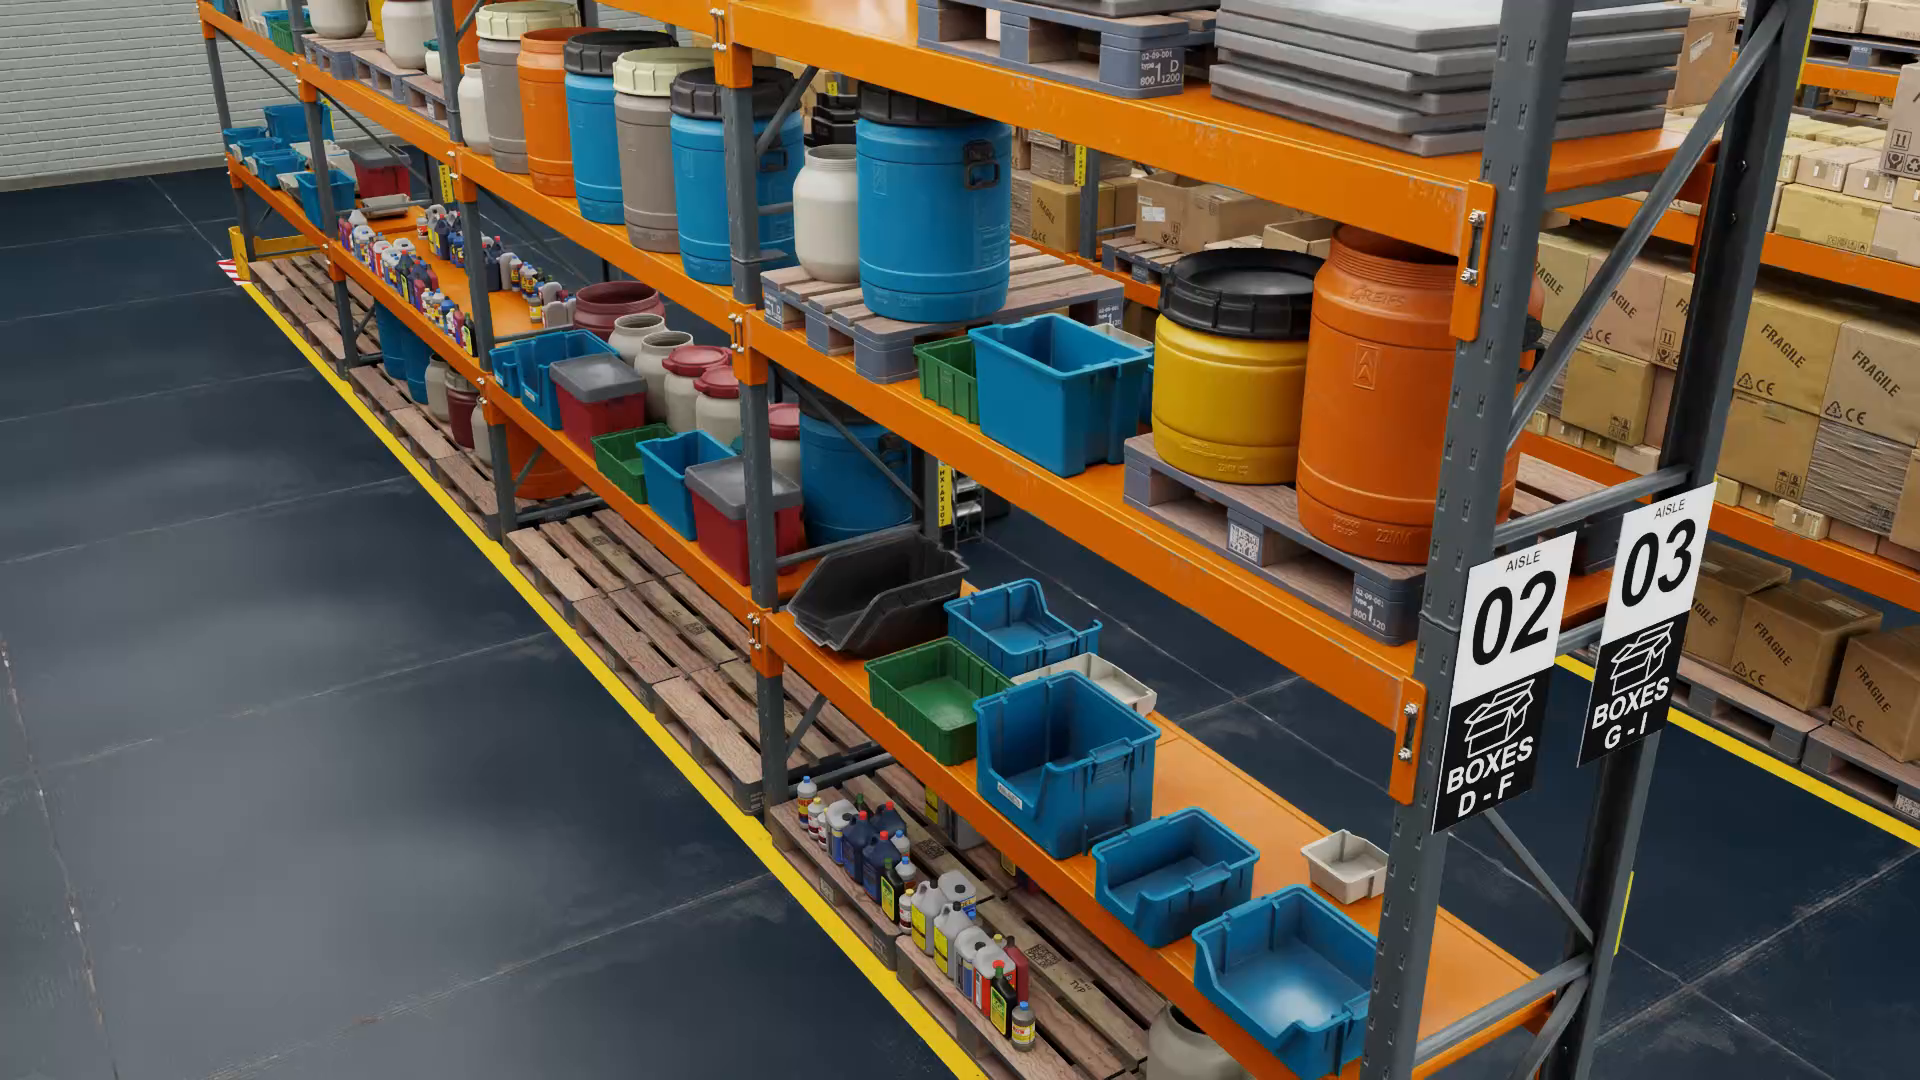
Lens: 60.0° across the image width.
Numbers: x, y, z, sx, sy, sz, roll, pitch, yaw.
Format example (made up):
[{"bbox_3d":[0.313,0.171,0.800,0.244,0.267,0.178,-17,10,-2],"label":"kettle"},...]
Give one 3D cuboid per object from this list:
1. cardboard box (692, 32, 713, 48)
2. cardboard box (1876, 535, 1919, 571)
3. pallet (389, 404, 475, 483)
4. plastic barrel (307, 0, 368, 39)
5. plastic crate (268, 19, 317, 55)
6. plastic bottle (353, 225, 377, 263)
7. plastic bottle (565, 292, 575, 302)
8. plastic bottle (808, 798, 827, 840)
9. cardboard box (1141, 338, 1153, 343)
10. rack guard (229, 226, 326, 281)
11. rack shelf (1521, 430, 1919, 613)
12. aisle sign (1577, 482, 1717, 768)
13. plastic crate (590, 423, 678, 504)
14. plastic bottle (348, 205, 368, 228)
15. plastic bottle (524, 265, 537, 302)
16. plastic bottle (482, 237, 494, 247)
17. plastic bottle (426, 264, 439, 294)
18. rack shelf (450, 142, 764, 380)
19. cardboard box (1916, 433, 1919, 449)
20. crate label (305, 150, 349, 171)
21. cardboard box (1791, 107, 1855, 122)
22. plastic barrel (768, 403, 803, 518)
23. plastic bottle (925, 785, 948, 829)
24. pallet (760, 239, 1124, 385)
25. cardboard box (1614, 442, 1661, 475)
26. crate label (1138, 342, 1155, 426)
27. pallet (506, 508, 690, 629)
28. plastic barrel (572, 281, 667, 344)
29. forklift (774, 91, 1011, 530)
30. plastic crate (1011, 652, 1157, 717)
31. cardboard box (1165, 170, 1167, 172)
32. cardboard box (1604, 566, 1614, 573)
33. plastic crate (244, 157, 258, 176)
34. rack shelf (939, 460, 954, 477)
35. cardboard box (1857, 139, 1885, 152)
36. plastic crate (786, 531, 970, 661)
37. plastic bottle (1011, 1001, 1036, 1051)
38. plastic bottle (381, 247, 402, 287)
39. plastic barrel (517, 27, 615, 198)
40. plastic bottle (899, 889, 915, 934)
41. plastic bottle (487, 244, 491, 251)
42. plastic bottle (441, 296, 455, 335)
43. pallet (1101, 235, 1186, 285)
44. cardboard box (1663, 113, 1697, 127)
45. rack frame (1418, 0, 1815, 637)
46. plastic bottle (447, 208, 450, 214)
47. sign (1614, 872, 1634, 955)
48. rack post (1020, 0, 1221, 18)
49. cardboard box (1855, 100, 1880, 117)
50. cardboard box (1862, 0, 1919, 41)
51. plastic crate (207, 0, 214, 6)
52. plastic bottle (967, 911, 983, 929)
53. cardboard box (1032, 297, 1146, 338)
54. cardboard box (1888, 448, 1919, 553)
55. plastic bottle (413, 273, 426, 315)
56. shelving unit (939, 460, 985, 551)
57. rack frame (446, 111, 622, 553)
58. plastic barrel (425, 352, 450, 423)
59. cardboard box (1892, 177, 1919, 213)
[{"bbox_3d":[-2.647,-5.409,18.605,0.500,0.500,0.500,-16,30,-31],"label":"cardboard box"},{"bbox_3d":[4.909,0.007,8.478,0.380,0.149,0.250,-16,29,-30],"label":"cardboard box"},{"bbox_3d":[-3.866,-0.848,13.261,1.003,0.211,1.213,-16,29,-30],"label":"pallet"},{"bbox_3d":[-4.845,-4.192,12.915,0.433,0.535,0.433,0,25,0],"label":"plastic barrel"},{"bbox_3d":[-5.406,-4.173,13.773,0.450,0.188,0.662,-16,29,-30],"label":"plastic crate"},{"bbox_3d":[-4.789,-2.390,13.407,0.152,0.276,0.135,-16,29,-30],"label":"plastic bottle"},{"bbox_3d":[-2.744,-1.620,11.782,0.097,0.271,0.097,0,25,0],"label":"plastic bottle"},{"bbox_3d":[-0.693,1.349,8.104,0.097,0.201,0.097,0,25,0],"label":"plastic bottle"},{"bbox_3d":[1.794,-1.388,13.553,0.700,0.500,0.500,-17,30,-32],"label":"cardboard box"},{"bbox_3d":[-7.130,-3.137,17.772,1.175,0.500,0.348,-16,29,-30],"label":"rack guard"},{"bbox_3d":[4.687,-0.083,9.218,1.077,0.370,4.000,-16,29,-30],"label":"rack shelf"},{"bbox_3d":[1.914,0.243,4.639,0.394,0.787,0.004,-16,29,-30],"label":"aisle sign"},{"bbox_3d":[-1.742,-0.431,9.360,0.450,0.188,0.662,-16,29,-30],"label":"plastic crate"},{"bbox_3d":[-4.979,-2.593,13.750,0.144,0.351,0.185,-16,29,-30],"label":"plastic bottle"},{"bbox_3d":[-3.195,-1.916,12.408,0.097,0.271,0.097,0,25,0],"label":"plastic bottle"},{"bbox_3d":[-3.761,-2.267,13.147,0.152,0.276,0.135,-16,29,-30],"label":"plastic bottle"},{"bbox_3d":[-3.921,-1.902,12.364,0.061,0.283,0.133,-16,29,-30],"label":"plastic bottle"},{"bbox_3d":[-1.647,-1.716,9.164,1.077,0.370,4.000,-16,29,-30],"label":"rack shelf"},{"bbox_3d":[4.994,-0.642,7.922,0.500,0.500,0.500,-16,29,-30],"label":"cardboard box"},{"bbox_3d":[-6.190,-3.719,16.316,0.396,0.136,0.243,-16,29,-30],"label":"crate label"},{"bbox_3d":[6.972,-3.282,13.862,0.700,0.500,0.500,-15,29,-29],"label":"cardboard box"},{"bbox_3d":[-0.893,-0.425,8.939,0.433,0.535,0.433,0,25,0],"label":"plastic barrel"},{"bbox_3d":[-0.082,1.226,8.190,0.144,0.351,0.185,-16,29,-30],"label":"plastic bottle"},{"bbox_3d":[-0.079,-1.006,7.036,1.213,0.211,1.003,-16,29,-30],"label":"pallet"},{"bbox_3d":[3.992,-0.502,9.556,0.380,0.149,0.250,-16,29,-30],"label":"cardboard box"},{"bbox_3d":[0.884,-0.575,6.077,0.502,0.251,0.408,-16,29,-30],"label":"crate label"},{"bbox_3d":[-2.348,0.147,11.155,1.003,0.211,1.213,-16,29,-30],"label":"pallet"},{"bbox_3d":[-2.231,-1.367,10.935,0.600,0.536,0.708,-16,29,-30],"label":"plastic barrel"},{"bbox_3d":[-0.822,-1.908,12.321,1.130,2.935,3.031,-14,29,-28],"label":"forklift"},{"bbox_3d":[0.544,0.671,7.086,0.530,0.136,0.437,-16,29,-30],"label":"plastic crate"},{"bbox_3d":[2.681,-4.365,19.944,0.380,0.149,0.250,-17,30,-31],"label":"cardboard box"},{"bbox_3d":[4.099,0.172,10.271,0.500,0.500,0.500,-6,26,-13],"label":"cardboard box"},{"bbox_3d":[-6.771,-3.628,16.123,0.250,0.136,0.298,-16,29,-30],"label":"plastic crate"},{"bbox_3d":[0.011,-0.526,11.430,0.258,0.077,0.200,-14,29,-28],"label":"rack shelf"},{"bbox_3d":[4.812,-1.957,8.539,0.380,0.149,0.250,-17,30,-31],"label":"cardboard box"},{"bbox_3d":[-0.376,0.275,7.689,0.767,0.338,0.504,-16,29,-30],"label":"plastic crate"},{"bbox_3d":[0.259,1.973,6.783,0.097,0.201,0.097,0,25,0],"label":"plastic bottle"},{"bbox_3d":[-4.356,-2.107,12.807,0.152,0.276,0.135,-16,29,-30],"label":"plastic bottle"},{"bbox_3d":[-2.115,-2.373,9.209,0.600,0.830,0.708,-16,29,-30],"label":"plastic barrel"},{"bbox_3d":[-0.224,1.656,7.453,0.097,0.201,0.097,0,25,0],"label":"plastic bottle"},{"bbox_3d":[-3.653,-2.168,12.943,0.097,0.271,0.097,0,25,0],"label":"plastic bottle"},{"bbox_3d":[-3.597,-1.585,11.708,0.097,0.271,0.097,0,25,0],"label":"plastic bottle"},{"bbox_3d":[1.890,-2.238,13.164,1.213,0.211,1.003,-16,29,-30],"label":"pallet"},{"bbox_3d":[3.848,-2.223,9.103,0.380,0.149,0.250,-15,29,-29],"label":"cardboard box"},{"bbox_3d":[1.629,-1.252,3.824,1.000,3.000,0.127,-16,29,-30],"label":"rack frame"},{"bbox_3d":[-4.271,-2.641,13.929,0.061,0.283,0.133,-16,29,-30],"label":"plastic bottle"},{"bbox_3d":[2.092,1.209,5.313,0.100,0.325,0.005,-16,29,-30],"label":"sign"},{"bbox_3d":[0.545,-1.904,5.292,0.937,0.300,0.954,-16,30,-31],"label":"rack post"},{"bbox_3d":[9.862,-4.672,17.898,0.380,0.149,0.250,-18,30,-33],"label":"cardboard box"},{"bbox_3d":[7.286,-3.983,12.689,0.500,0.250,0.500,-15,29,-29],"label":"cardboard box"},{"bbox_3d":[-7.129,-5.357,16.185,0.497,0.269,0.590,-16,29,-30],"label":"plastic crate"},{"bbox_3d":[0.052,1.724,7.309,0.097,0.201,0.097,0,25,0],"label":"plastic bottle"},{"bbox_3d":[1.052,-2.036,14.508,1.225,0.875,0.875,-17,30,-32],"label":"cardboard box"},{"bbox_3d":[5.128,-0.227,8.214,0.875,0.500,0.500,-16,29,-30],"label":"cardboard box"},{"bbox_3d":[-3.941,-1.802,12.152,0.061,0.283,0.133,-16,29,-30],"label":"plastic bottle"},{"bbox_3d":[0.011,-0.394,11.493,0.258,0.900,0.210,-14,29,-28],"label":"shelving unit"},{"bbox_3d":[-2.738,-1.401,11.166,1.000,3.000,0.127,-16,29,-30],"label":"rack frame"},{"bbox_3d":[-4.019,-1.222,13.209,0.421,0.512,0.421,0,25,0],"label":"plastic barrel"},{"bbox_3d":[4.662,-1.656,7.902,0.380,0.149,0.250,-17,30,-32],"label":"cardboard box"}]
